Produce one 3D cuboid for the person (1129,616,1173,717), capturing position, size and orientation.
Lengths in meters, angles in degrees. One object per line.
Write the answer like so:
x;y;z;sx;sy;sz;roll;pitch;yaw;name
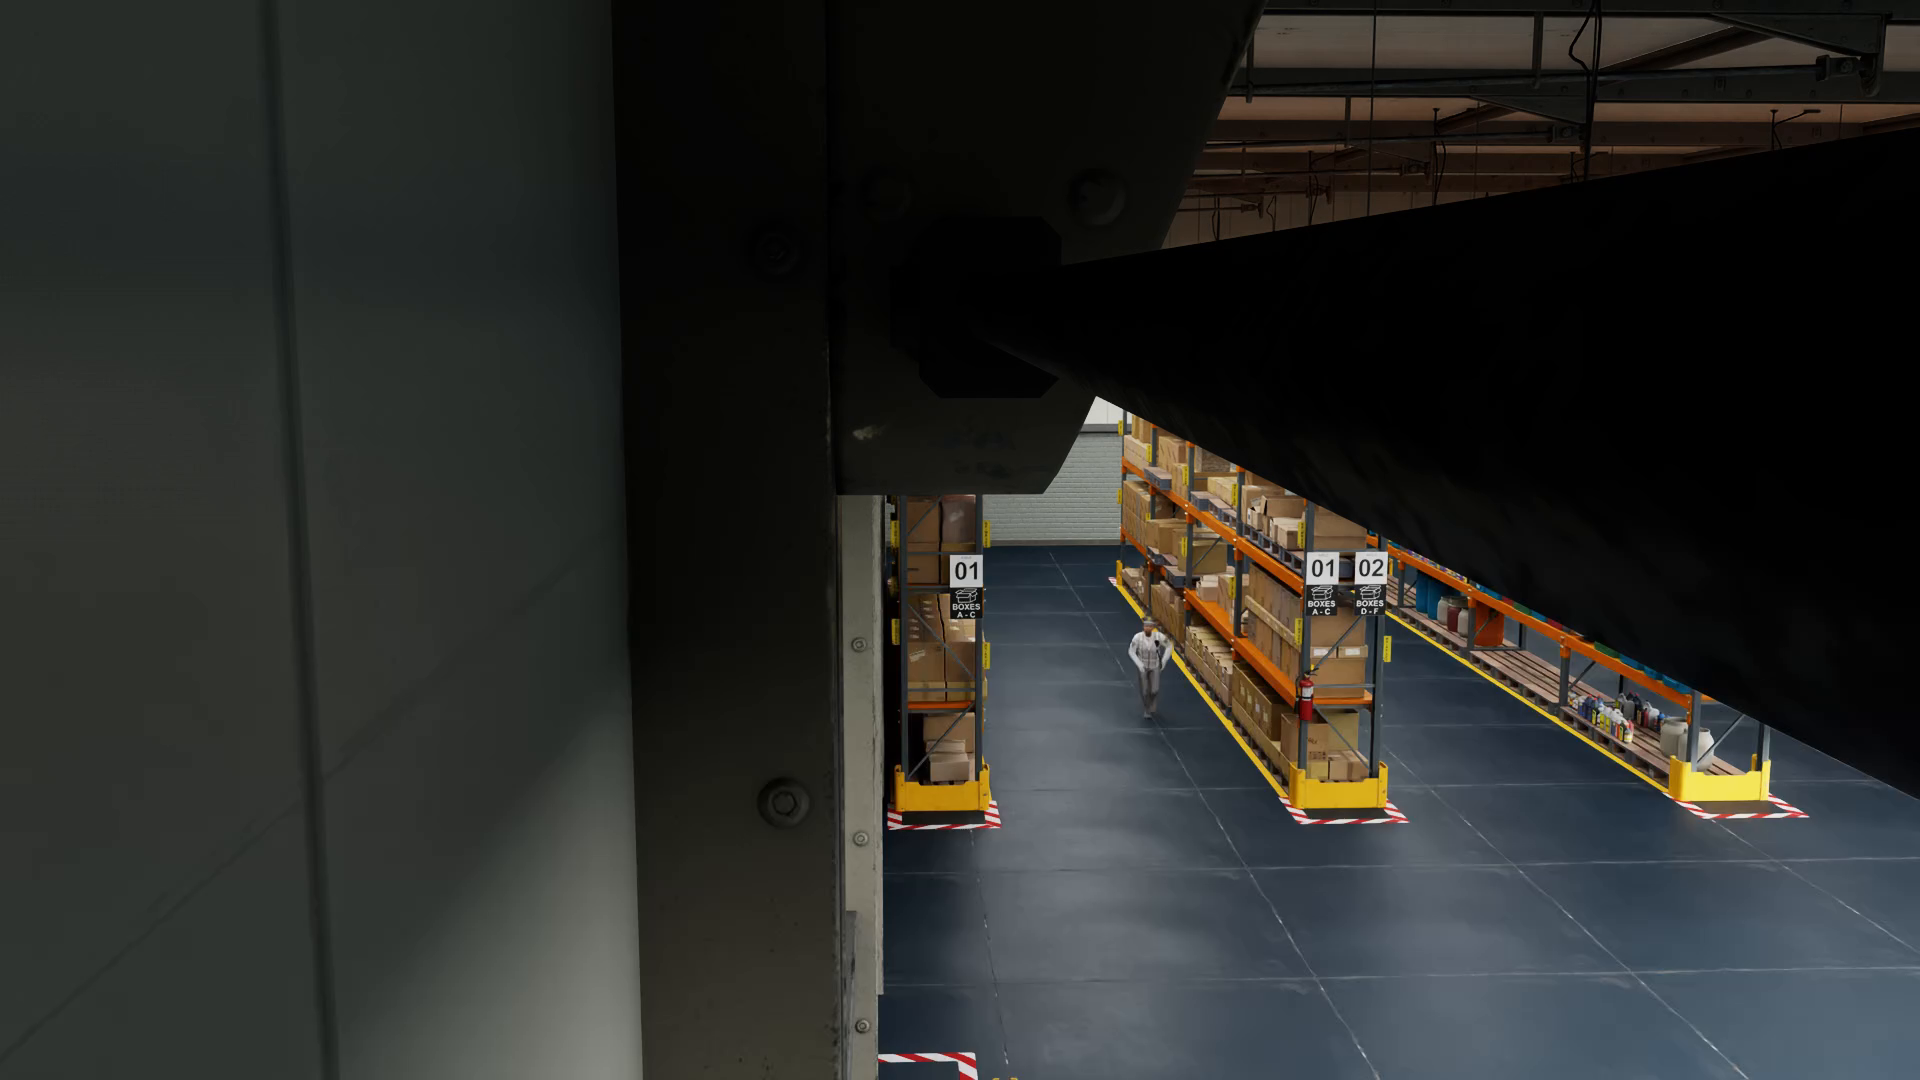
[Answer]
2.848;1.893;24.832;0.658;1.606;0.698;1;8;7;person
